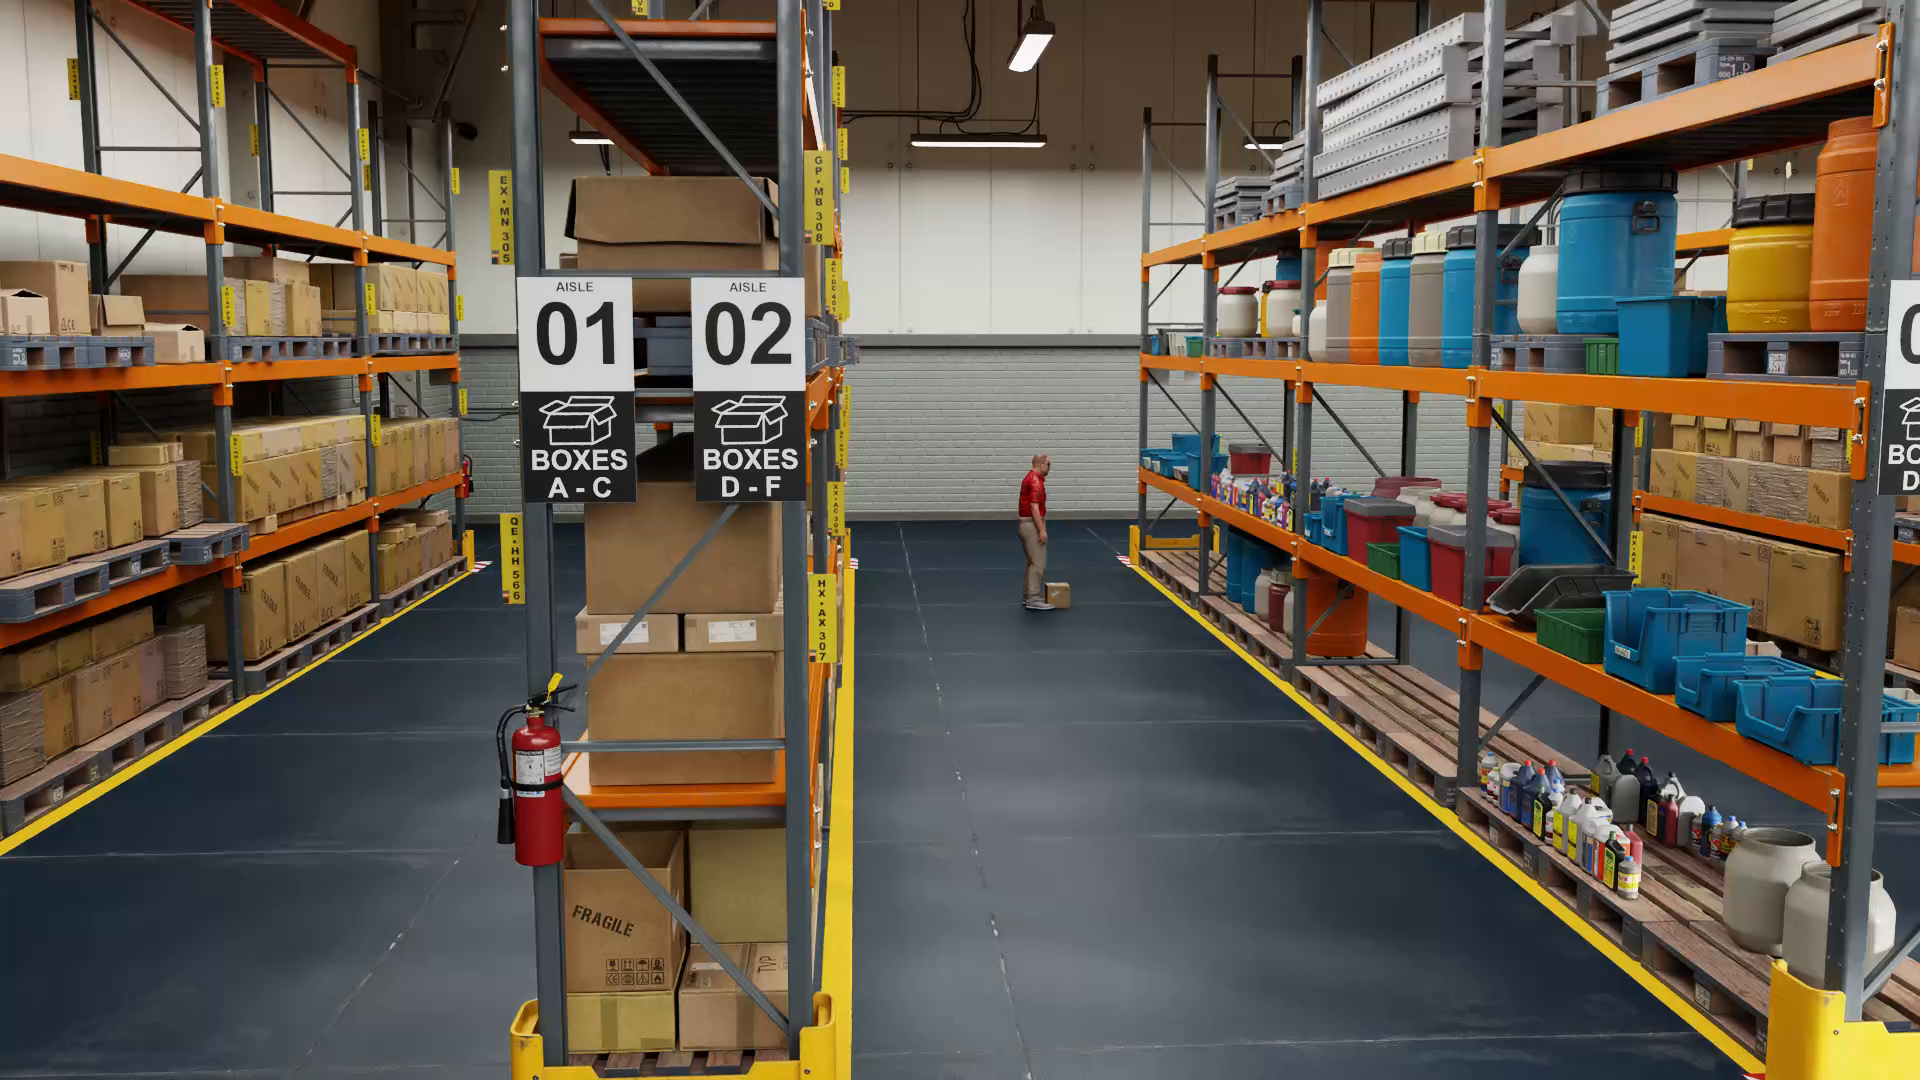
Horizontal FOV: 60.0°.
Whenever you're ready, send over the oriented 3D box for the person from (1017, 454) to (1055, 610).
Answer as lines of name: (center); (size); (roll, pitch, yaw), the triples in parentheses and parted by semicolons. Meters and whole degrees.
person: (0.849, -0.107, 18.694); (0.390, 1.727, 0.599); (-1, 7, -6)
